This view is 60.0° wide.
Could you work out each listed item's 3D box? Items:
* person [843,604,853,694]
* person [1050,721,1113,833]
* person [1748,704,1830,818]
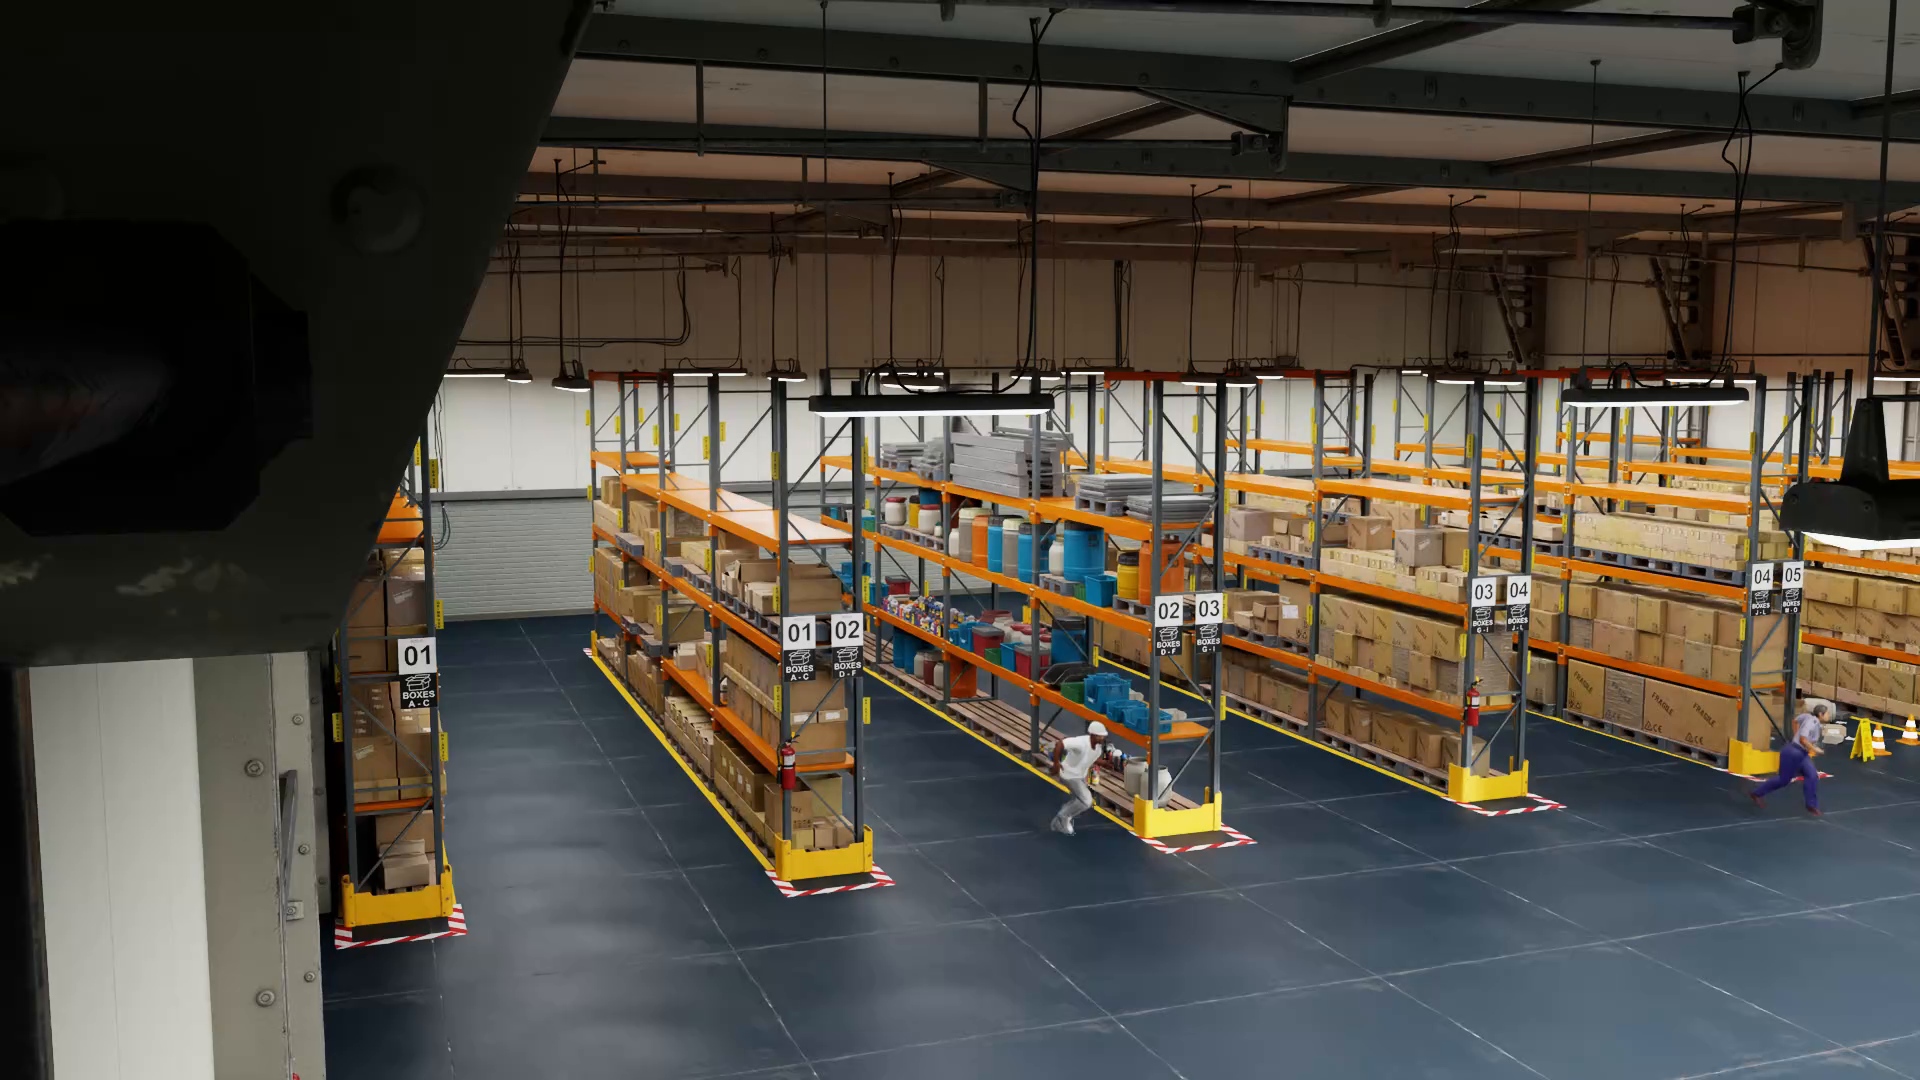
[{"bbox_3d":[-2.069,1.985,30.917,0.605,1.672,0.841,-3,7,-25],"label":"person"},{"bbox_3d":[1.540,3.117,21.706,0.899,1.579,0.739,5,8,38],"label":"person"},{"bbox_3d":[11.439,3.023,22.947,0.974,1.613,0.646,3,7,24],"label":"person"}]
